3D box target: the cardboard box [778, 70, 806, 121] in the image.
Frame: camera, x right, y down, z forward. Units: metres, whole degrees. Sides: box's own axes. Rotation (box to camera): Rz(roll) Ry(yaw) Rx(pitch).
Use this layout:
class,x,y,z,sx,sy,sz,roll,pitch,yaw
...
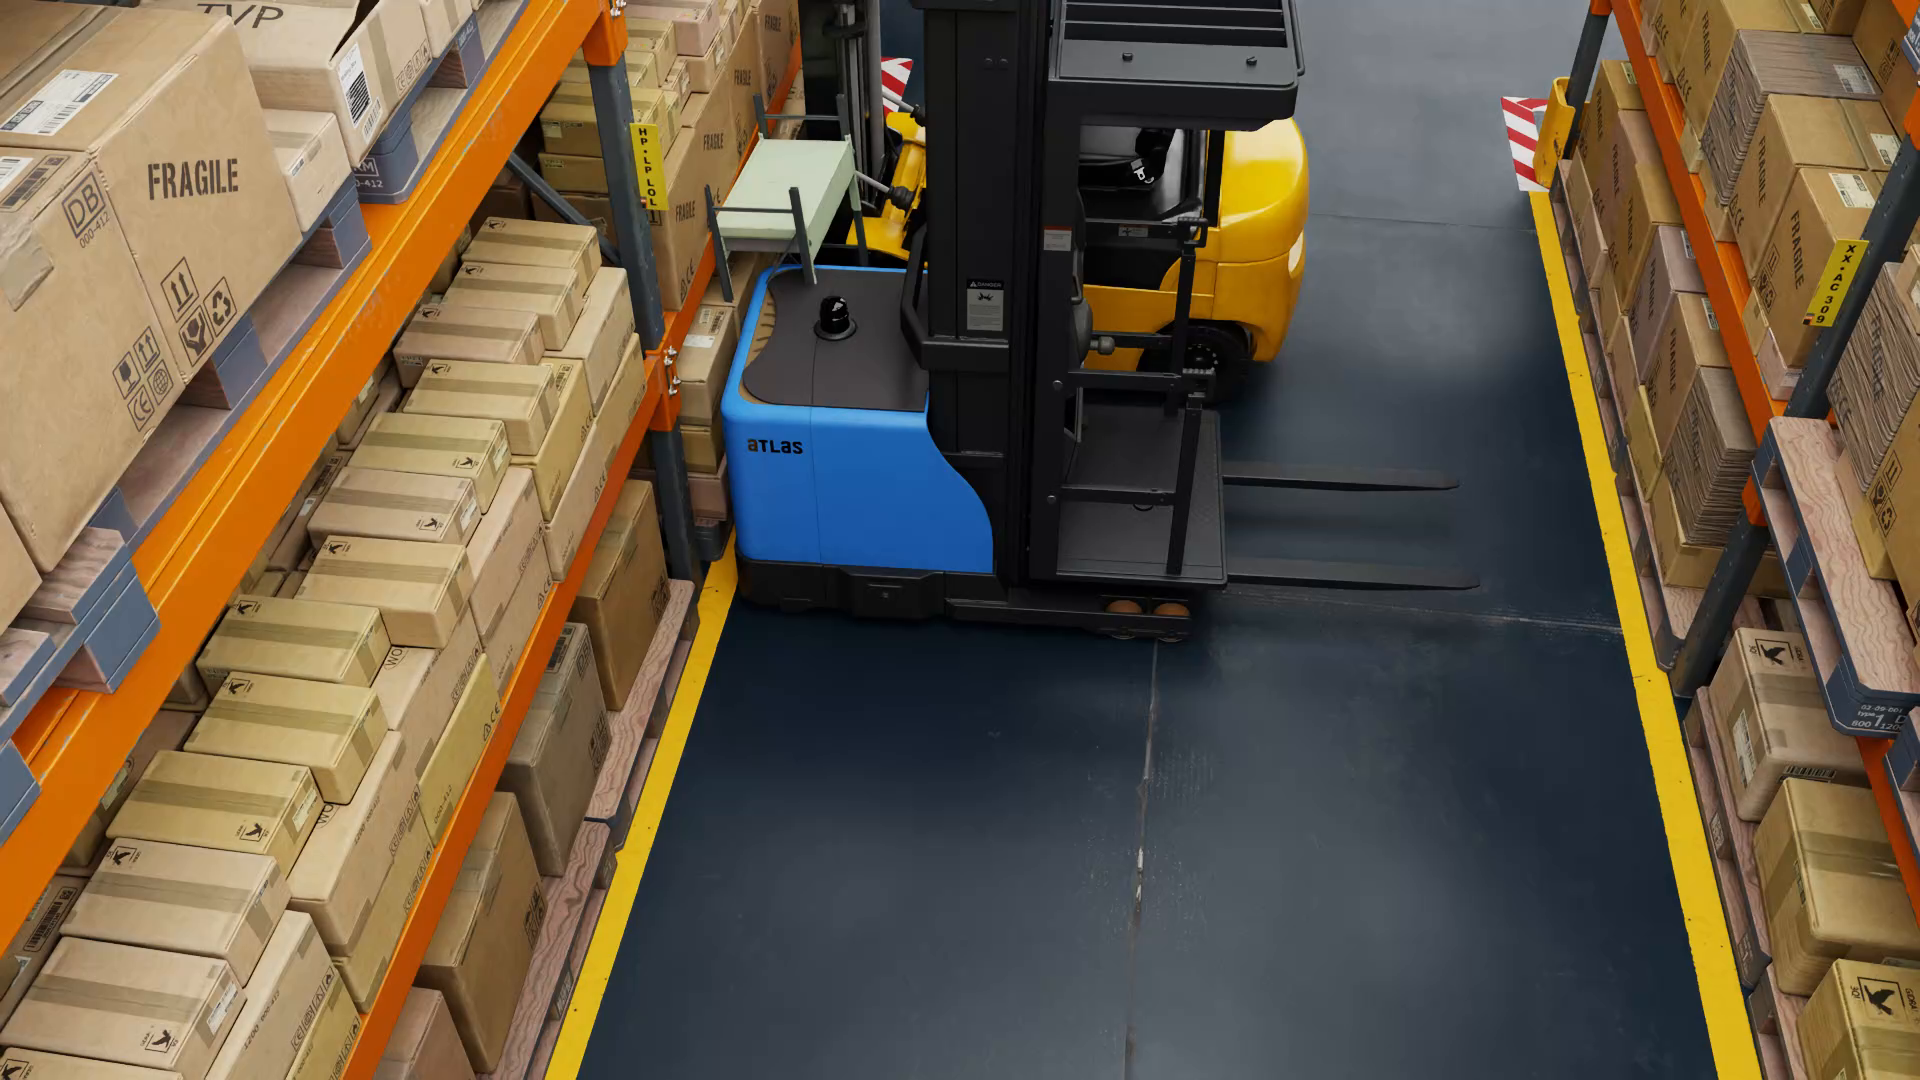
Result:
class,x,y,z,sx,sy,sz,roll,pitch,yaw
cardboard box,-0.931,-2.115,8.269,0.500,0.250,0.500,6,44,6

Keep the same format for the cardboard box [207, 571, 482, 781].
class,x,y,z,sx,sy,sz,roll,pitch,yaw
cardboard box,-1.620,0.365,4.429,0.500,0.250,0.500,6,44,6

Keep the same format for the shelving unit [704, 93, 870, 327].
class,x,y,z,sx,sy,sz,roll,pitch,yaw
shelving unit,-0.689,-1.080,7.261,0.431,1.500,0.755,4,44,12

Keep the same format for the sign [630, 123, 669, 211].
class,x,y,z,sx,sy,sz,roll,pitch,yaw
sign,-1.050,-1.257,5.611,0.100,0.325,0.005,5,44,6

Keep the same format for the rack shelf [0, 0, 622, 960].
class,x,y,z,sx,sy,sz,roll,pitch,yaw
rack shelf,-1.854,-0.372,3.803,1.077,0.370,4.000,5,44,6

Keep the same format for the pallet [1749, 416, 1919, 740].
class,x,y,z,sx,sy,sz,roll,pitch,yaw
pallet,3.086,0.118,5.083,1.003,0.211,1.213,5,44,6

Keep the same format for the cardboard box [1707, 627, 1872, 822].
class,x,y,z,sx,sy,sz,roll,pitch,yaw
cardboard box,3.264,0.700,5.934,0.950,0.372,0.625,6,44,6

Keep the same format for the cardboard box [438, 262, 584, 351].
class,x,y,z,sx,sy,sz,roll,pitch,yaw
cardboard box,-1.431,-0.749,5.315,0.380,0.149,0.250,5,44,5

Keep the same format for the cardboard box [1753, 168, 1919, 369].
class,x,y,z,sx,sy,sz,roll,pitch,yaw
cardboard box,3.143,-0.929,5.760,0.500,0.500,0.500,4,44,4

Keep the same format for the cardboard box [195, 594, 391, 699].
class,x,y,z,sx,sy,sz,roll,pitch,yaw
cardboard box,-1.685,0.290,4.218,0.380,0.149,0.250,5,44,6

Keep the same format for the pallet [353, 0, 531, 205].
class,x,y,z,sx,sy,sz,roll,pitch,yaw
pallet,-1.693,-1.325,4.425,0.805,0.209,1.217,4,44,4

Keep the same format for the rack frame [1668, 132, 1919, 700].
class,x,y,z,sx,sy,sz,roll,pitch,yaw
rack frame,3.331,-0.459,5.553,1.000,3.000,0.127,5,44,6

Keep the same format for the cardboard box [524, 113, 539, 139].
class,x,y,z,sx,sy,sz,roll,pitch,yaw
cardboard box,-1.803,-1.596,6.209,0.380,0.149,0.250,4,44,4

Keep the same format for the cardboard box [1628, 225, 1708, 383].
class,x,y,z,sx,sy,sz,roll,pitch,yaw
cardboard box,3.275,-1.007,7.281,0.500,0.500,0.500,7,44,8

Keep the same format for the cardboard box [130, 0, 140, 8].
class,x,y,z,sx,sy,sz,roll,pitch,yaw
cardboard box,-1.810,-1.352,4.119,0.380,0.149,0.250,5,44,6

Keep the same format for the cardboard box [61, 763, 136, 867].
class,x,y,z,sx,sy,sz,roll,pitch,yaw
cardboard box,-2.182,0.603,3.887,0.380,0.149,0.250,5,44,5

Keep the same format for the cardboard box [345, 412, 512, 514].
class,x,y,z,sx,sy,sz,roll,pitch,yaw
cardboard box,-1.515,-0.223,4.759,0.380,0.149,0.250,4,44,5

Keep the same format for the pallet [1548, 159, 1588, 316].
class,x,y,z,sx,sy,sz,roll,pitch,yaw
pallet,3.708,-1.570,8.755,1.003,0.211,1.213,5,44,6

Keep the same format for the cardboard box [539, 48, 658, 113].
class,x,y,z,sx,sy,sz,roll,pitch,yaw
cardboard box,-1.326,-1.666,6.067,0.380,0.149,0.250,6,44,6

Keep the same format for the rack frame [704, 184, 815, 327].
class,x,y,z,sx,sy,sz,roll,pitch,yaw
rack frame,-0.761,-0.831,7.002,0.400,1.500,0.023,4,44,12

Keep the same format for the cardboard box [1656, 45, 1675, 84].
class,x,y,z,sx,sy,sz,roll,pitch,yaw
cardboard box,3.395,-2.186,7.560,0.380,0.149,0.250,6,44,7

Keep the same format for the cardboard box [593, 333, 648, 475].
class,x,y,z,sx,sy,sz,roll,pitch,yaw
cardboard box,-1.397,-0.486,5.691,0.500,0.250,0.500,6,44,6

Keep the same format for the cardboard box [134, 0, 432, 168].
class,x,y,z,sx,sy,sz,roll,pitch,yaw
cardboard box,-1.545,-1.115,3.751,0.500,0.311,0.500,4,44,4

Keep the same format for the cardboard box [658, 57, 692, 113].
class,x,y,z,sx,sy,sz,roll,pitch,yaw
cardboard box,-1.247,-1.729,6.350,0.380,0.149,0.250,5,44,5

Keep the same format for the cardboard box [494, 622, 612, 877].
class,x,y,z,sx,sy,sz,roll,pitch,yaw
cardboard box,-1.757,0.687,5.764,0.875,0.625,0.625,5,44,5

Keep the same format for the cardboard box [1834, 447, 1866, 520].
class,x,y,z,sx,sy,sz,roll,pitch,yaw
cardboard box,2.945,-0.172,5.127,0.380,0.149,0.250,6,44,6

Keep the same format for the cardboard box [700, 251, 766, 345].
class,x,y,z,sx,sy,sz,roll,pitch,yaw
cardboard box,-1.137,-1.073,7.169,0.500,0.250,0.500,5,44,6

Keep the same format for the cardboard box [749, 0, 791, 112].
class,x,y,z,sx,sy,sz,roll,pitch,yaw
cardboard box,-1.066,-2.265,7.388,0.500,0.500,0.500,6,44,6

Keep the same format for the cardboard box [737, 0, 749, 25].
class,x,y,z,sx,sy,sz,roll,pitch,yaw
cardboard box,-1.089,-2.242,6.892,0.380,0.149,0.250,4,44,4

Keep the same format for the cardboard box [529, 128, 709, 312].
class,x,y,z,sx,sy,sz,roll,pitch,yaw
cardboard box,-1.272,-1.223,6.287,0.500,0.500,0.500,4,44,4

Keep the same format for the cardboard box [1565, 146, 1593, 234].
class,x,y,z,sx,sy,sz,roll,pitch,yaw
cardboard box,3.479,-1.814,8.679,0.500,0.250,0.500,5,44,5

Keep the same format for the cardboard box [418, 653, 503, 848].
class,x,y,z,sx,sy,sz,roll,pitch,yaw
cardboard box,-1.614,0.545,4.601,0.500,0.250,0.500,7,44,7

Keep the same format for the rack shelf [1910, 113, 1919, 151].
class,x,y,z,sx,sy,sz,roll,pitch,yaw
rack shelf,3.067,0.076,3.329,1.077,0.370,4.000,5,44,6

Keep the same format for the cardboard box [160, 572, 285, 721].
class,x,y,z,sx,sy,sz,roll,pitch,yaw
cardboard box,-2.125,0.328,4.467,0.500,0.250,0.500,4,44,5

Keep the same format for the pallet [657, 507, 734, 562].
class,x,y,z,sx,sy,sz,roll,pitch,yaw
pallet,-1.443,-0.433,7.554,1.003,0.211,1.213,5,44,6

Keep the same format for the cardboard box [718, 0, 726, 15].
class,x,y,z,sx,sy,sz,roll,pitch,yaw
cardboard box,-1.140,-2.184,6.614,0.380,0.149,0.250,5,44,5

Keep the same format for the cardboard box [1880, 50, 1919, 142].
class,x,y,z,sx,sy,sz,roll,pitch,yaw
cardboard box,3.694,-1.593,5.734,0.700,0.500,0.500,5,44,6

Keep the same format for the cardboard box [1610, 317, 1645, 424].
class,x,y,z,sx,sy,sz,roll,pitch,yaw
cardboard box,3.275,-0.750,7.555,0.500,0.250,0.500,6,44,6

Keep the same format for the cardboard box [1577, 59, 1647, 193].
class,x,y,z,sx,sy,sz,roll,pitch,yaw
cardboard box,3.477,-2.070,8.404,0.500,0.500,0.500,4,44,4

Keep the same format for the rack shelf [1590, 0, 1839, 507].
class,x,y,z,sx,sy,sz,roll,pitch,yaw
rack shelf,3.596,-1.561,7.240,1.077,0.370,4.000,5,44,6

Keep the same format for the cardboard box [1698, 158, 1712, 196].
class,x,y,z,sx,sy,sz,roll,pitch,yaw
cardboard box,3.266,-1.479,6.813,0.380,0.149,0.250,5,44,5

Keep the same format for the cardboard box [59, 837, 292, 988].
class,x,y,z,sx,sy,sz,roll,pitch,yaw
cardboard box,-1.719,0.817,3.661,0.380,0.149,0.250,6,44,6

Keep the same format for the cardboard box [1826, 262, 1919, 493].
class,x,y,z,sx,sy,sz,roll,pitch,yaw
cardboard box,2.985,-0.462,4.962,0.500,0.500,0.500,6,44,7

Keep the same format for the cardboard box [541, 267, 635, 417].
class,x,y,z,sx,sy,sz,roll,pitch,yaw
cardboard box,-1.401,-0.677,5.528,0.500,0.250,0.500,4,44,5

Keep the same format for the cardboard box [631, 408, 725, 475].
class,x,y,z,sx,sy,sz,roll,pitch,yaw
cardboard box,-1.219,-0.545,6.974,0.500,0.250,0.500,5,44,5

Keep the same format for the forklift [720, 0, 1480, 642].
class,x,y,z,sx,sy,sz,roll,pitch,yaw
forklift,0.623,-1.030,6.206,3.031,2.935,1.130,3,44,3

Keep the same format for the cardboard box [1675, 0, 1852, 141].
class,x,y,z,sx,sy,sz,roll,pitch,yaw
cardboard box,3.332,-1.984,6.874,0.500,0.500,0.500,4,44,5

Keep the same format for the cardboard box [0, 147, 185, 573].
class,x,y,z,sx,sy,sz,roll,pitch,yaw
cardboard box,-1.813,-0.320,2.774,0.700,0.500,0.500,4,44,5

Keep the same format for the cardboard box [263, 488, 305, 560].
class,x,y,z,sx,sy,sz,roll,pitch,yaw
cardboard box,-2.069,-0.095,4.624,0.380,0.149,0.250,5,44,5

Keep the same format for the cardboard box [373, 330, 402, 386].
class,x,y,z,sx,sy,sz,roll,pitch,yaw
cardboard box,-1.970,-0.611,5.169,0.380,0.149,0.250,5,44,5

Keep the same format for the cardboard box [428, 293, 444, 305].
class,x,y,z,sx,sy,sz,roll,pitch,yaw
cardboard box,-1.911,-0.712,5.566,0.500,0.250,0.500,5,44,5

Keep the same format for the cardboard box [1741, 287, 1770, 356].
class,x,y,z,sx,sy,sz,roll,pitch,yaw
cardboard box,3.098,-0.785,6.080,0.380,0.149,0.250,6,44,6

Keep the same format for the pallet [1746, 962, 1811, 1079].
class,x,y,z,sx,sy,sz,roll,pitch,yaw
pallet,3.071,1.918,5.071,1.003,0.211,1.213,5,44,6
